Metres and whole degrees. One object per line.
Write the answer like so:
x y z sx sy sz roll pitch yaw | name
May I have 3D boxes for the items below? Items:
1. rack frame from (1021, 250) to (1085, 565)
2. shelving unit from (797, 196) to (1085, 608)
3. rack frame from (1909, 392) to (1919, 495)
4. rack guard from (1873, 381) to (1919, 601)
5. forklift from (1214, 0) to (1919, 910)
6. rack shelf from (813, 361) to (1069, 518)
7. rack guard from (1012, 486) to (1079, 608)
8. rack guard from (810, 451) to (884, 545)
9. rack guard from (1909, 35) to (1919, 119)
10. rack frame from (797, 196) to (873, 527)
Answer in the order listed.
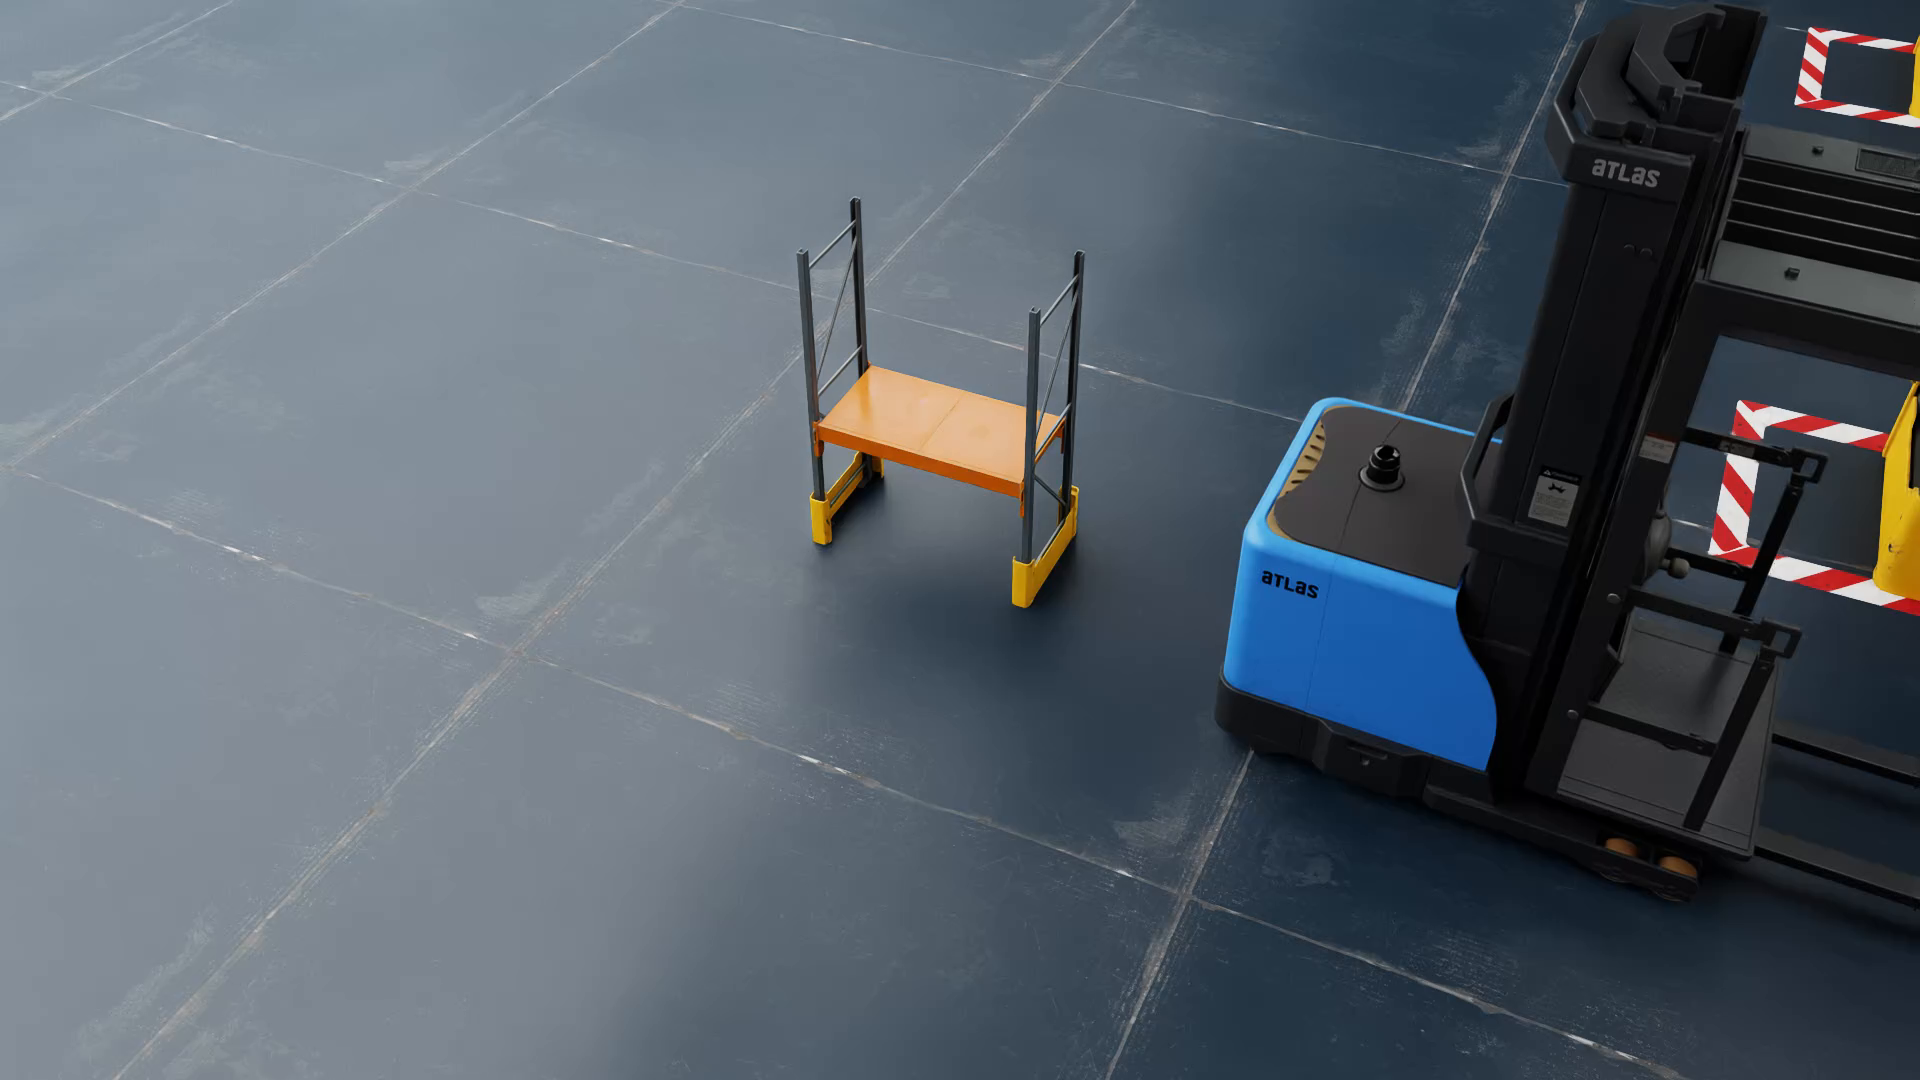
0.383 -0.450 7.008 0.032 1.500 0.500 17 44 19 | rack frame
-0.069 -0.588 7.167 1.083 1.500 0.587 17 44 19 | shelving unit
4.387 -1.238 6.773 0.127 3.000 1.000 17 44 19 | rack frame
4.456 -0.273 7.567 0.348 0.500 1.175 17 44 19 | rack guard
2.578 -0.183 5.608 3.031 2.935 1.130 18 44 19 | forklift
-0.077 -0.454 7.288 1.000 0.185 0.538 17 44 19 | rack shelf
0.382 0.022 7.417 0.087 0.250 0.587 17 44 19 | rack guard
-0.520 -0.253 7.736 0.087 0.250 0.587 17 44 19 | rack guard
6.570 -3.241 10.991 0.348 0.500 1.175 17 44 19 | rack guard
-0.538 -0.731 7.332 0.032 1.500 0.500 17 44 19 | rack frame
